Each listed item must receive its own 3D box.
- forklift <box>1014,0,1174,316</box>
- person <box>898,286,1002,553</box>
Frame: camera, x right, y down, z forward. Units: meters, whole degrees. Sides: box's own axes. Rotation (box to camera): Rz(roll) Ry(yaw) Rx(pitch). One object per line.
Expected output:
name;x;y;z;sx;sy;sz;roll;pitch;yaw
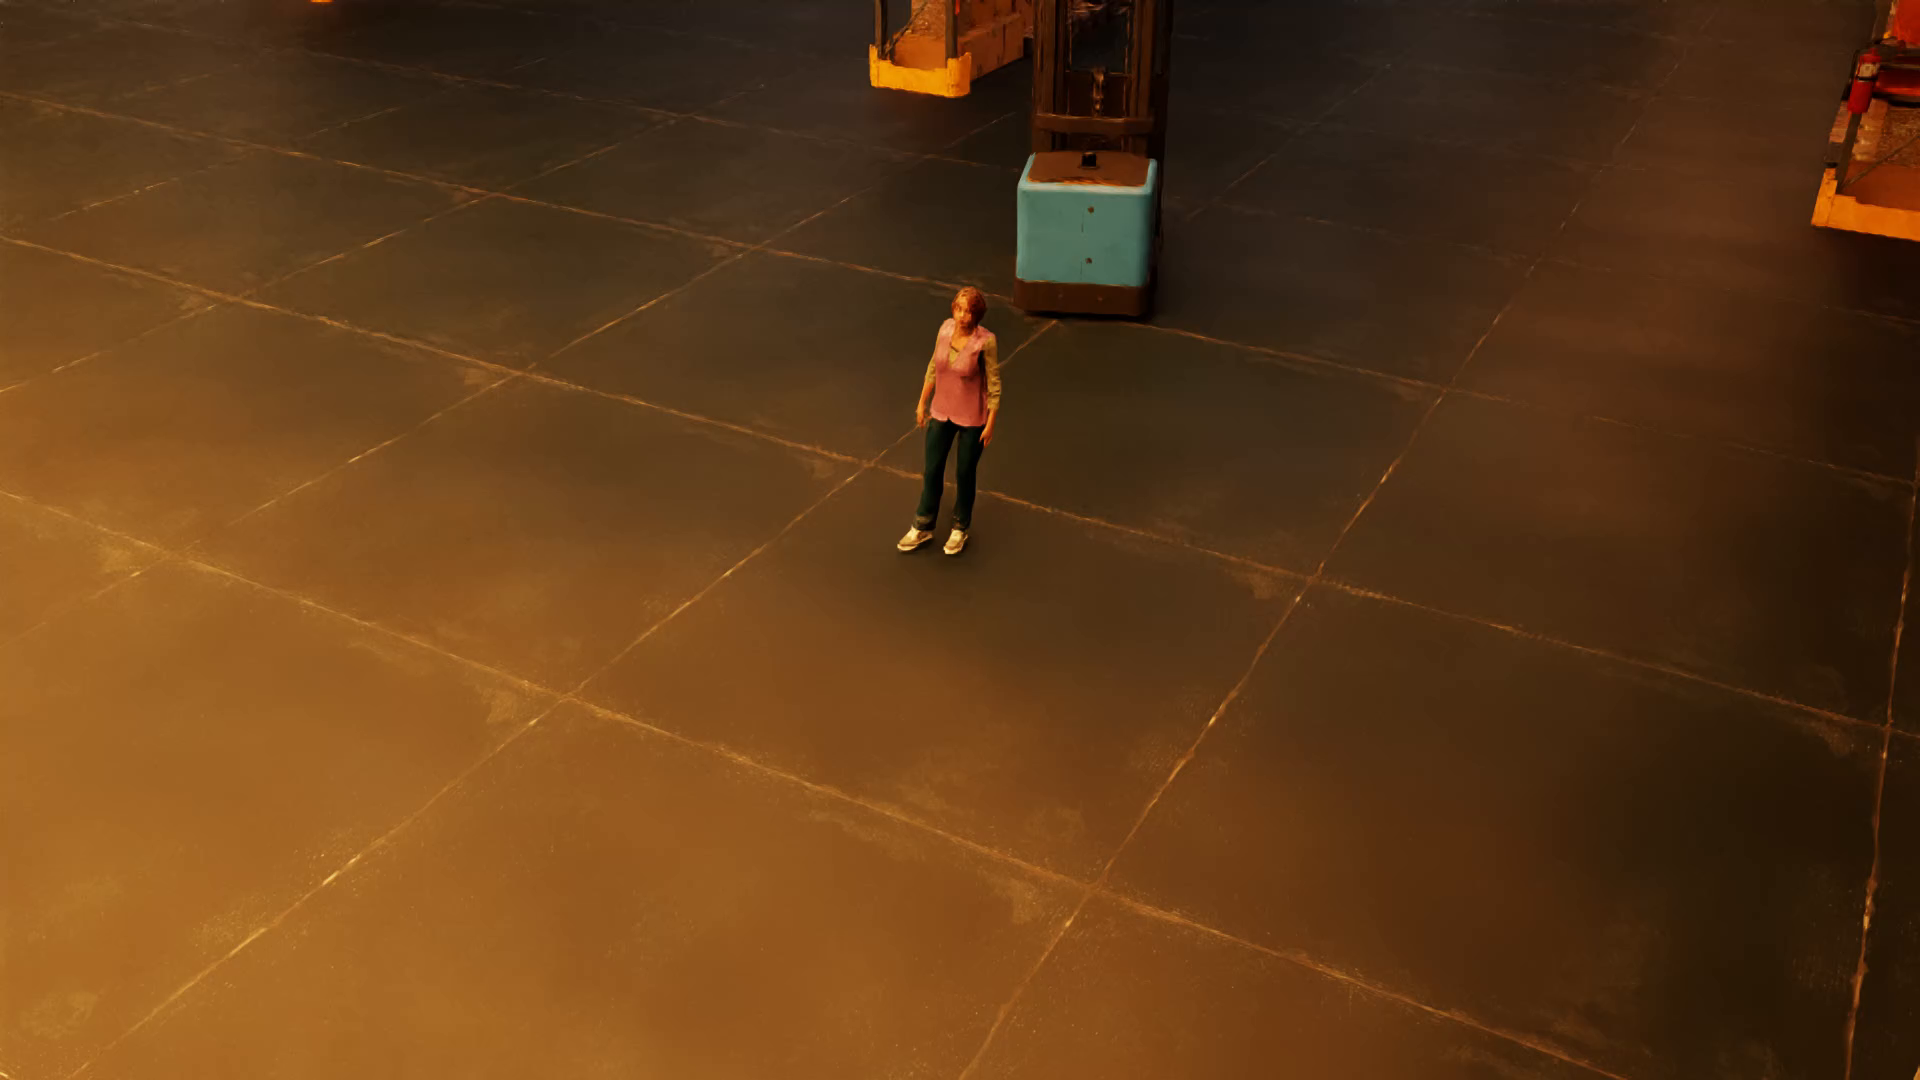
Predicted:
forklift;1.162;-3.723;13.521;1.130;2.935;3.031;4;30;8
person;-0.048;-0.669;9.550;0.520;1.597;0.474;15;33;25
